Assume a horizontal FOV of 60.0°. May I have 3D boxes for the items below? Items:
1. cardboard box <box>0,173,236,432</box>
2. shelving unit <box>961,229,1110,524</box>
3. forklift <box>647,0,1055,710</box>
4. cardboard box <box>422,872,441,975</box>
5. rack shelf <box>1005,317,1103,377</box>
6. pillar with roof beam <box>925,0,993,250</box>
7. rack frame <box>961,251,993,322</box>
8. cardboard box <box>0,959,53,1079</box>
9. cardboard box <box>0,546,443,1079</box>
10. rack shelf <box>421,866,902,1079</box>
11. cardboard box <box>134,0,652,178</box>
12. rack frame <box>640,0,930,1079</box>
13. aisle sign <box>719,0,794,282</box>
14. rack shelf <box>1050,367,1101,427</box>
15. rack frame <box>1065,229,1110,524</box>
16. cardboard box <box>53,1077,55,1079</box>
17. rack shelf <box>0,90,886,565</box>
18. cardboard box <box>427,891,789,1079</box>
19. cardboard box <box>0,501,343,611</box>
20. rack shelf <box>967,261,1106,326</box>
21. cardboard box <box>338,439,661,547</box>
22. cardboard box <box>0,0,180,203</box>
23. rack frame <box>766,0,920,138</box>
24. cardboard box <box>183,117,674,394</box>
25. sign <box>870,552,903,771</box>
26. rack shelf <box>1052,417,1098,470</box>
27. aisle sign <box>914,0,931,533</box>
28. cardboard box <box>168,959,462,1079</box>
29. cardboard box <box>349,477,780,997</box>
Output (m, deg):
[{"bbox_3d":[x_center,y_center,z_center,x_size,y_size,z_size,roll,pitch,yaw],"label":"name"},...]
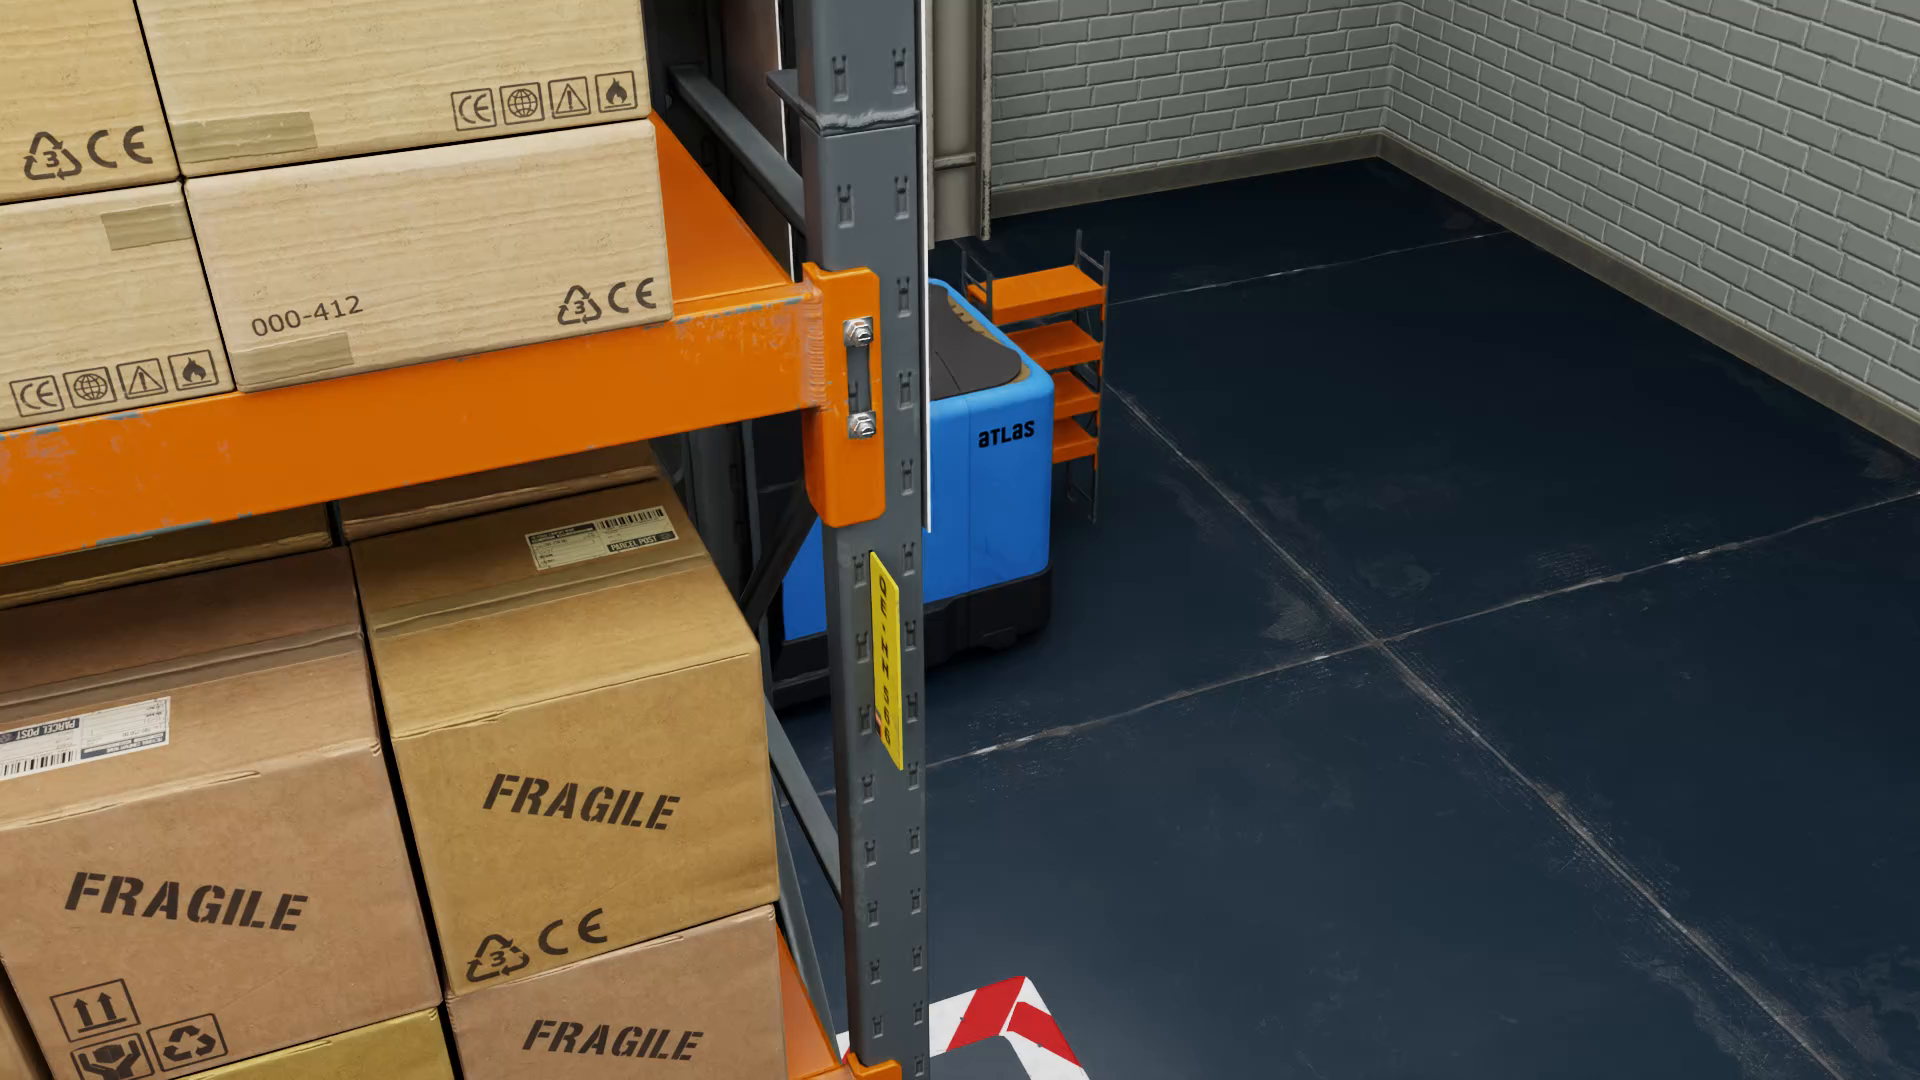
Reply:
[{"bbox_3d":[-1.138,-0.342,1.913,0.500,0.250,0.500,-13,35,-19],"label":"cardboard box"},{"bbox_3d":[0.283,-0.574,6.532,0.503,1.200,0.258,-14,36,-21],"label":"shelving unit"},{"bbox_3d":[-1.221,-0.770,5.246,3.031,2.935,1.130,-14,36,-21],"label":"forklift"},{"bbox_3d":[-1.286,0.542,3.075,0.500,0.500,0.500,-13,35,-19],"label":"cardboard box"},{"bbox_3d":[0.283,-0.705,6.447,0.480,0.148,0.258,-14,36,-21],"label":"rack shelf"},{"bbox_3d":[1.599,-3.334,3.623,0.400,9.000,9.100,-13,35,-19],"label":"pillar with roof beam"},{"bbox_3d":[0.062,-0.517,6.445,0.015,1.200,0.240,-14,36,-21],"label":"rack frame"},{"bbox_3d":[-1.547,0.501,2.221,0.500,0.500,0.500,-12,35,-18],"label":"cardboard box"},{"bbox_3d":[-1.070,0.389,2.393,0.500,0.500,0.500,-12,35,-18],"label":"cardboard box"},{"bbox_3d":[-2.145,1.235,2.761,4.000,0.370,1.077,-13,35,-19],"label":"rack shelf"},{"bbox_3d":[-0.676,-0.656,1.937,0.500,0.250,0.500,-13,35,-19],"label":"cardboard box"},{"bbox_3d":[-0.301,0.511,3.214,0.127,3.000,1.000,-13,35,-19],"label":"rack frame"},{"bbox_3d":[-0.352,-0.741,2.754,0.004,0.787,0.394,-13,35,-19],"label":"aisle sign"},{"bbox_3d":[0.283,-0.518,6.569,0.480,0.148,0.258,-14,36,-21],"label":"rack shelf"},{"bbox_3d":[0.503,-0.631,6.619,0.015,1.200,0.240,-14,36,-21],"label":"rack frame"},{"bbox_3d":[-1.548,0.914,2.502,0.500,0.500,0.500,-13,35,-19],"label":"cardboard box"},{"bbox_3d":[-2.145,-0.022,1.943,4.000,0.370,1.077,-13,35,-19],"label":"rack shelf"},{"bbox_3d":[-0.608,0.701,2.831,0.500,0.500,0.500,-12,35,-17],"label":"cardboard box"},{"bbox_3d":[-1.291,0.125,2.798,0.500,0.500,0.500,-13,35,-18],"label":"cardboard box"},{"bbox_3d":[0.283,-0.904,6.318,0.480,0.148,0.258,-14,36,-21],"label":"rack shelf"},{"bbox_3d":[-0.812,0.011,2.974,0.500,0.500,0.500,-12,35,-17],"label":"cardboard box"},{"bbox_3d":[-1.137,-0.550,1.774,0.500,0.250,0.500,-13,35,-19],"label":"cardboard box"},{"bbox_3d":[-0.301,-2.004,1.578,0.127,3.000,1.000,-13,35,-19],"label":"rack frame"},{"bbox_3d":[-0.673,-0.442,2.067,0.500,0.250,0.500,-13,35,-19],"label":"cardboard box"},{"bbox_3d":[-0.105,0.177,2.377,0.005,0.325,0.100,-13,35,-19],"label":"sign"},{"bbox_3d":[0.283,-0.351,6.677,0.480,0.148,0.258,-14,36,-21],"label":"rack shelf"},{"bbox_3d":[-0.119,-0.439,2.291,0.004,0.787,0.394,-13,35,-19],"label":"aisle sign"},{"bbox_3d":[-1.085,0.812,2.660,0.500,0.500,0.500,-13,35,-19],"label":"cardboard box"},{"bbox_3d":[-0.605,0.282,2.557,0.500,0.500,0.500,-13,35,-19],"label":"cardboard box"}]
